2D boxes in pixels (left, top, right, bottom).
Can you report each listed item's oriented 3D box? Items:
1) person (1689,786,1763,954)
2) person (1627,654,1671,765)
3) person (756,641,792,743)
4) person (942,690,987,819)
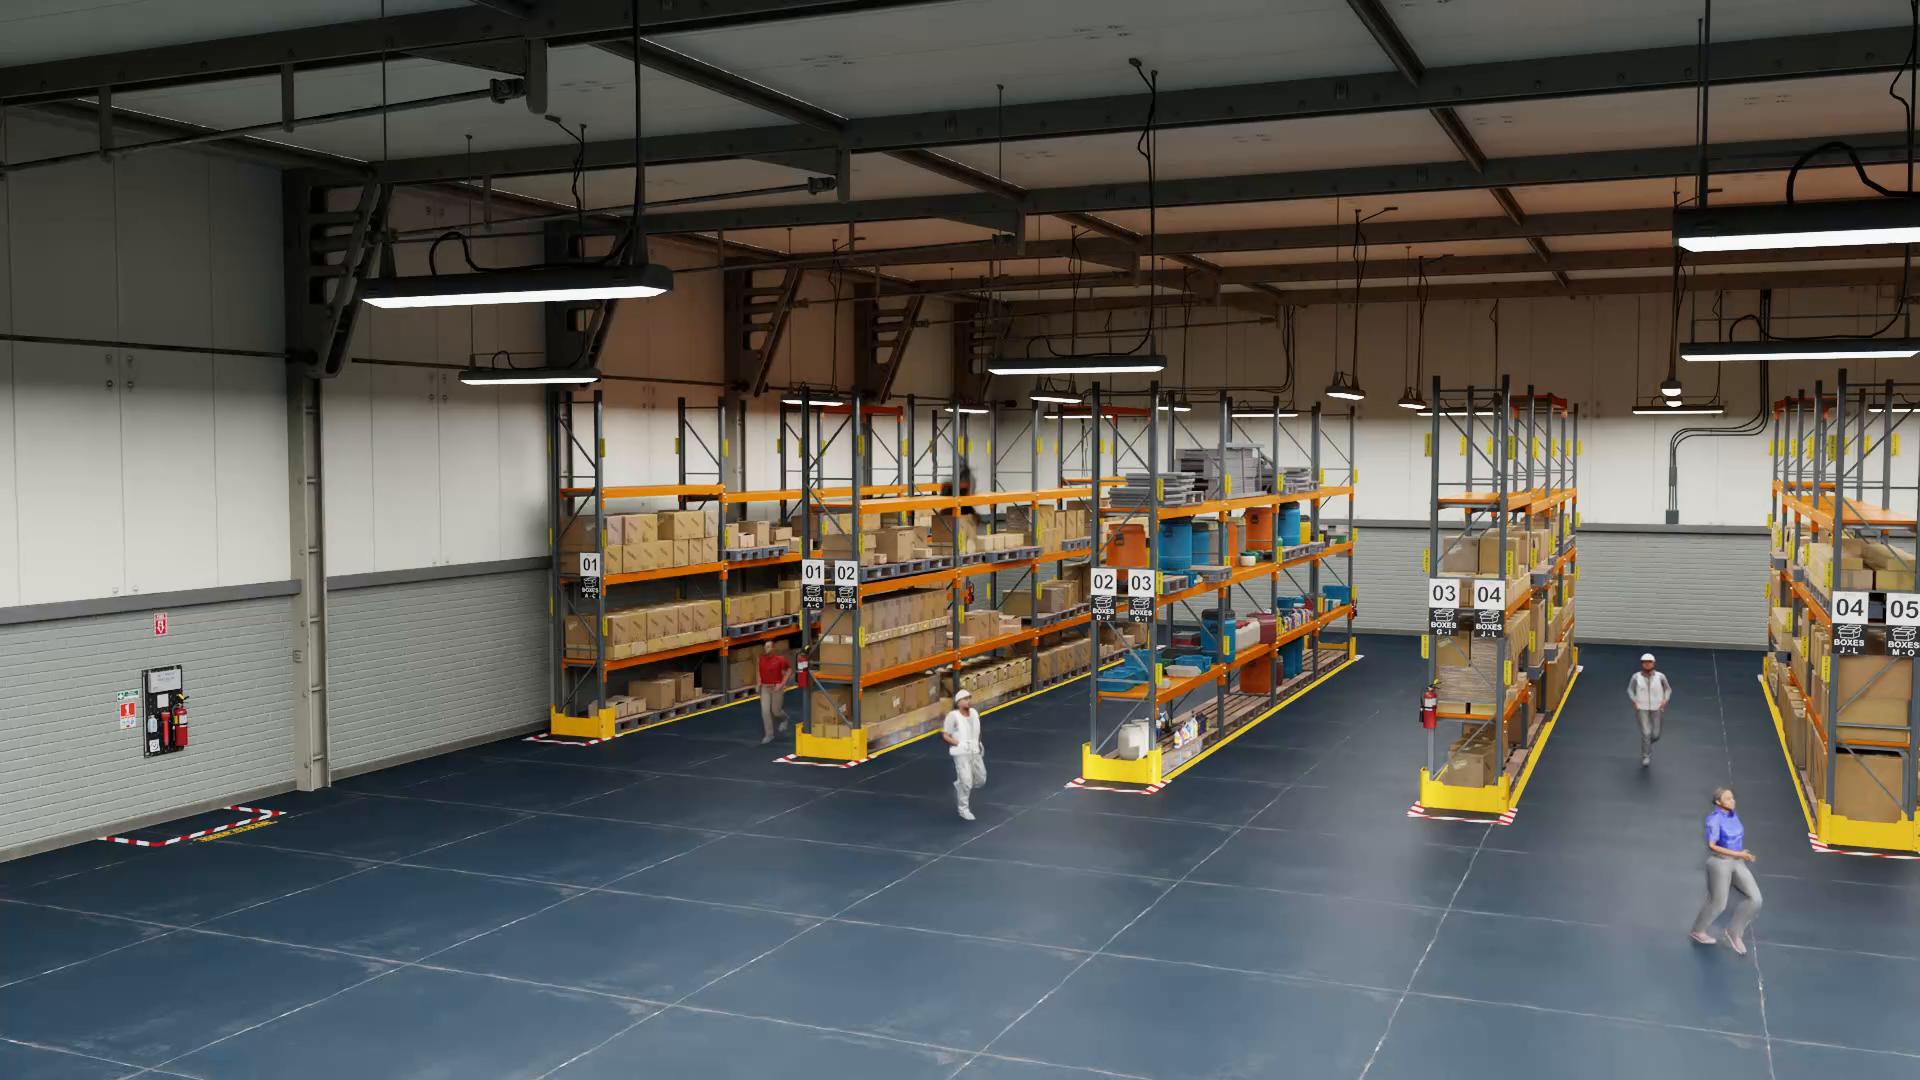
[{"bbox_3d":[7.647,3.327,16.580,0.582,1.575,0.703,-2,4,-29],"label":"person"},{"bbox_3d":[10.967,2.680,26.480,0.660,1.748,0.601,1,3,19],"label":"person"},{"bbox_3d":[-3.171,2.586,28.529,0.667,1.734,0.734,1,3,22],"label":"person"},{"bbox_3d":[0.067,2.900,22.604,0.713,1.738,0.637,-3,4,-43],"label":"person"}]
